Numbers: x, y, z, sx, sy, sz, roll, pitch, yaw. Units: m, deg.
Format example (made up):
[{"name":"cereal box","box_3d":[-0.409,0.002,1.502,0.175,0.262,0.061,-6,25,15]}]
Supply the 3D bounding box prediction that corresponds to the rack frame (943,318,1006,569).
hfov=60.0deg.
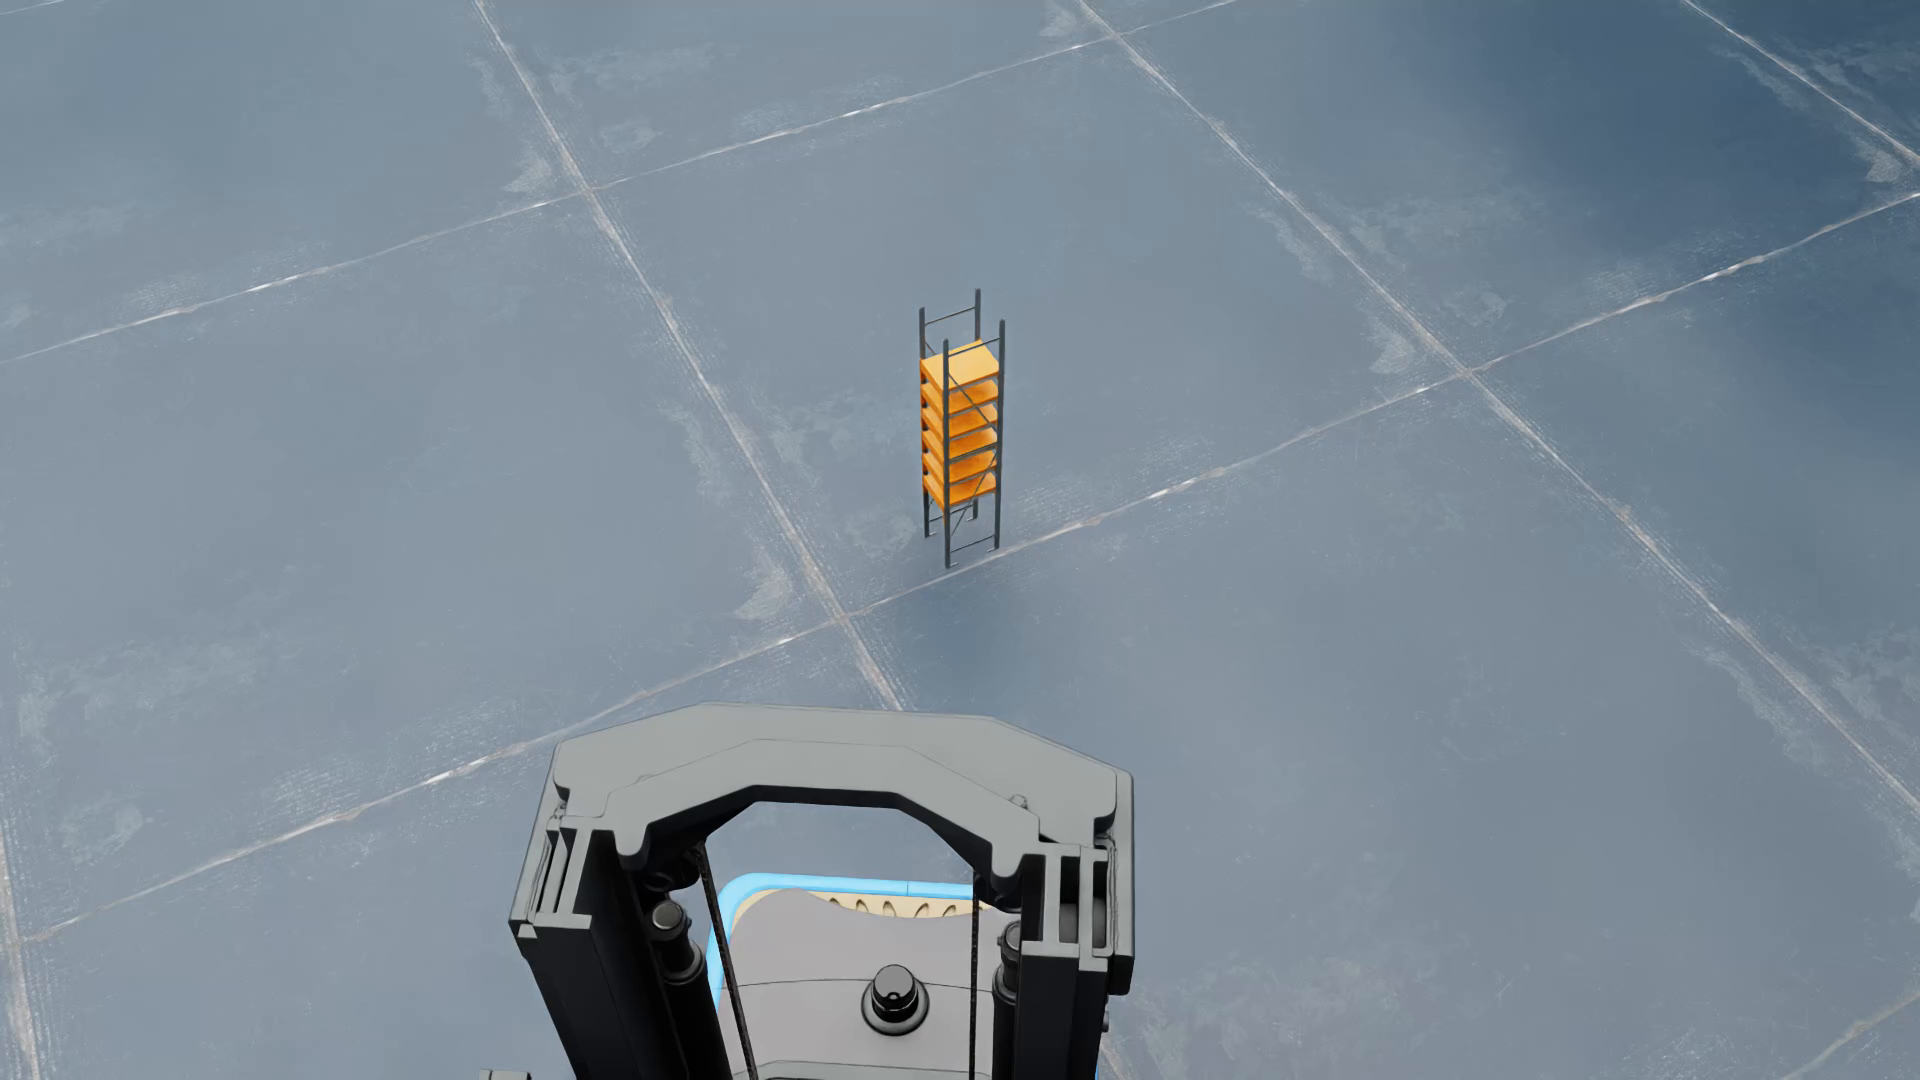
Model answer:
[{"name":"rack frame","box_3d":[0.049,-0.324,6.129,0.240,1.200,0.006,-21,52,-18]}]

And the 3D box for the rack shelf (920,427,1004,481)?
[{"name":"rack shelf","box_3d":[0.007,-0.356,6.216,0.258,0.103,0.180,-21,52,-18]}]

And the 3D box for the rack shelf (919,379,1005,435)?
[{"name":"rack shelf","box_3d":[0.007,-0.514,6.035,0.258,0.103,0.180,-21,52,-18]}]

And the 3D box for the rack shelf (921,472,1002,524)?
[{"name":"rack shelf","box_3d":[0.007,-0.198,6.397,0.258,0.103,0.180,-21,52,-18]}]

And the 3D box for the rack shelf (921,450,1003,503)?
[{"name":"rack shelf","box_3d":[0.007,-0.277,6.306,0.258,0.103,0.180,-21,52,-18]}]

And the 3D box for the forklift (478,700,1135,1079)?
[{"name":"forklift","box_3d":[-0.234,1.762,3.154,1.130,2.935,3.031,3,49,2]}]

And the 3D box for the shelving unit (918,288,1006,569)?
[{"name":"shelving unit","box_3d":[0.007,-0.385,6.183,0.258,1.200,0.189,-21,52,-18]}]

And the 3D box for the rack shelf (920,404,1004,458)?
[{"name":"rack shelf","box_3d":[0.007,-0.435,6.126,0.258,0.103,0.180,-21,52,-18]}]

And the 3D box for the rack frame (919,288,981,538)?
[{"name":"rack frame","box_3d":[-0.035,-0.447,6.236,0.240,1.200,0.006,-21,52,-18]}]

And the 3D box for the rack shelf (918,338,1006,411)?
[{"name":"rack shelf","box_3d":[0.007,-0.593,5.945,0.258,0.103,0.180,-21,52,-18]}]
